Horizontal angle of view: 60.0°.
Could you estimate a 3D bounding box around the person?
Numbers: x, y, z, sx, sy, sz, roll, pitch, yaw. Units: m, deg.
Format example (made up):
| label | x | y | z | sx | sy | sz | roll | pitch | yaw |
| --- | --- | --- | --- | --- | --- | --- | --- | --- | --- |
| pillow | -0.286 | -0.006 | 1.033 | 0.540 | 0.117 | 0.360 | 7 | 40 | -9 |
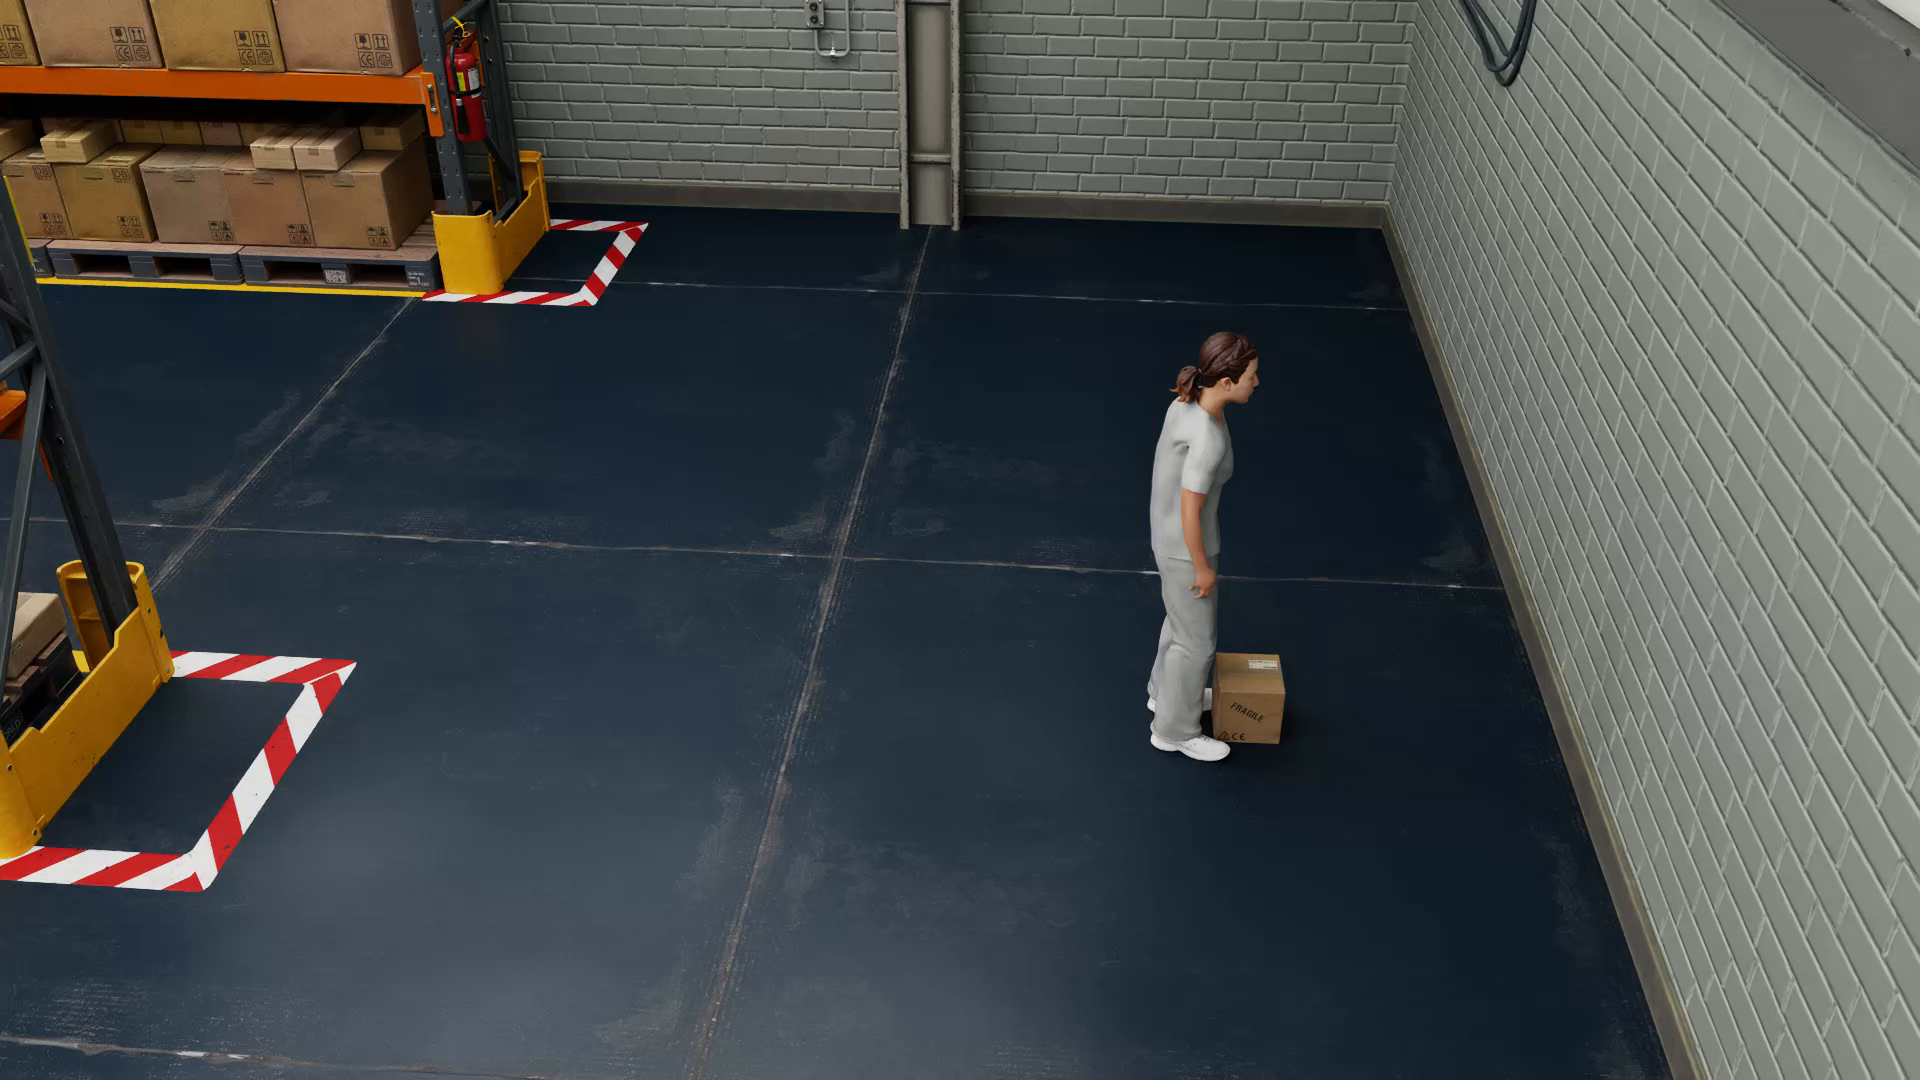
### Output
| label | x | y | z | sx | sy | sz | roll | pitch | yaw |
| --- | --- | --- | --- | --- | --- | --- | --- | --- | --- |
| person | 0.871 | 0.110 | 6.183 | 0.360 | 1.438 | 0.484 | 2 | 32 | 4 |
